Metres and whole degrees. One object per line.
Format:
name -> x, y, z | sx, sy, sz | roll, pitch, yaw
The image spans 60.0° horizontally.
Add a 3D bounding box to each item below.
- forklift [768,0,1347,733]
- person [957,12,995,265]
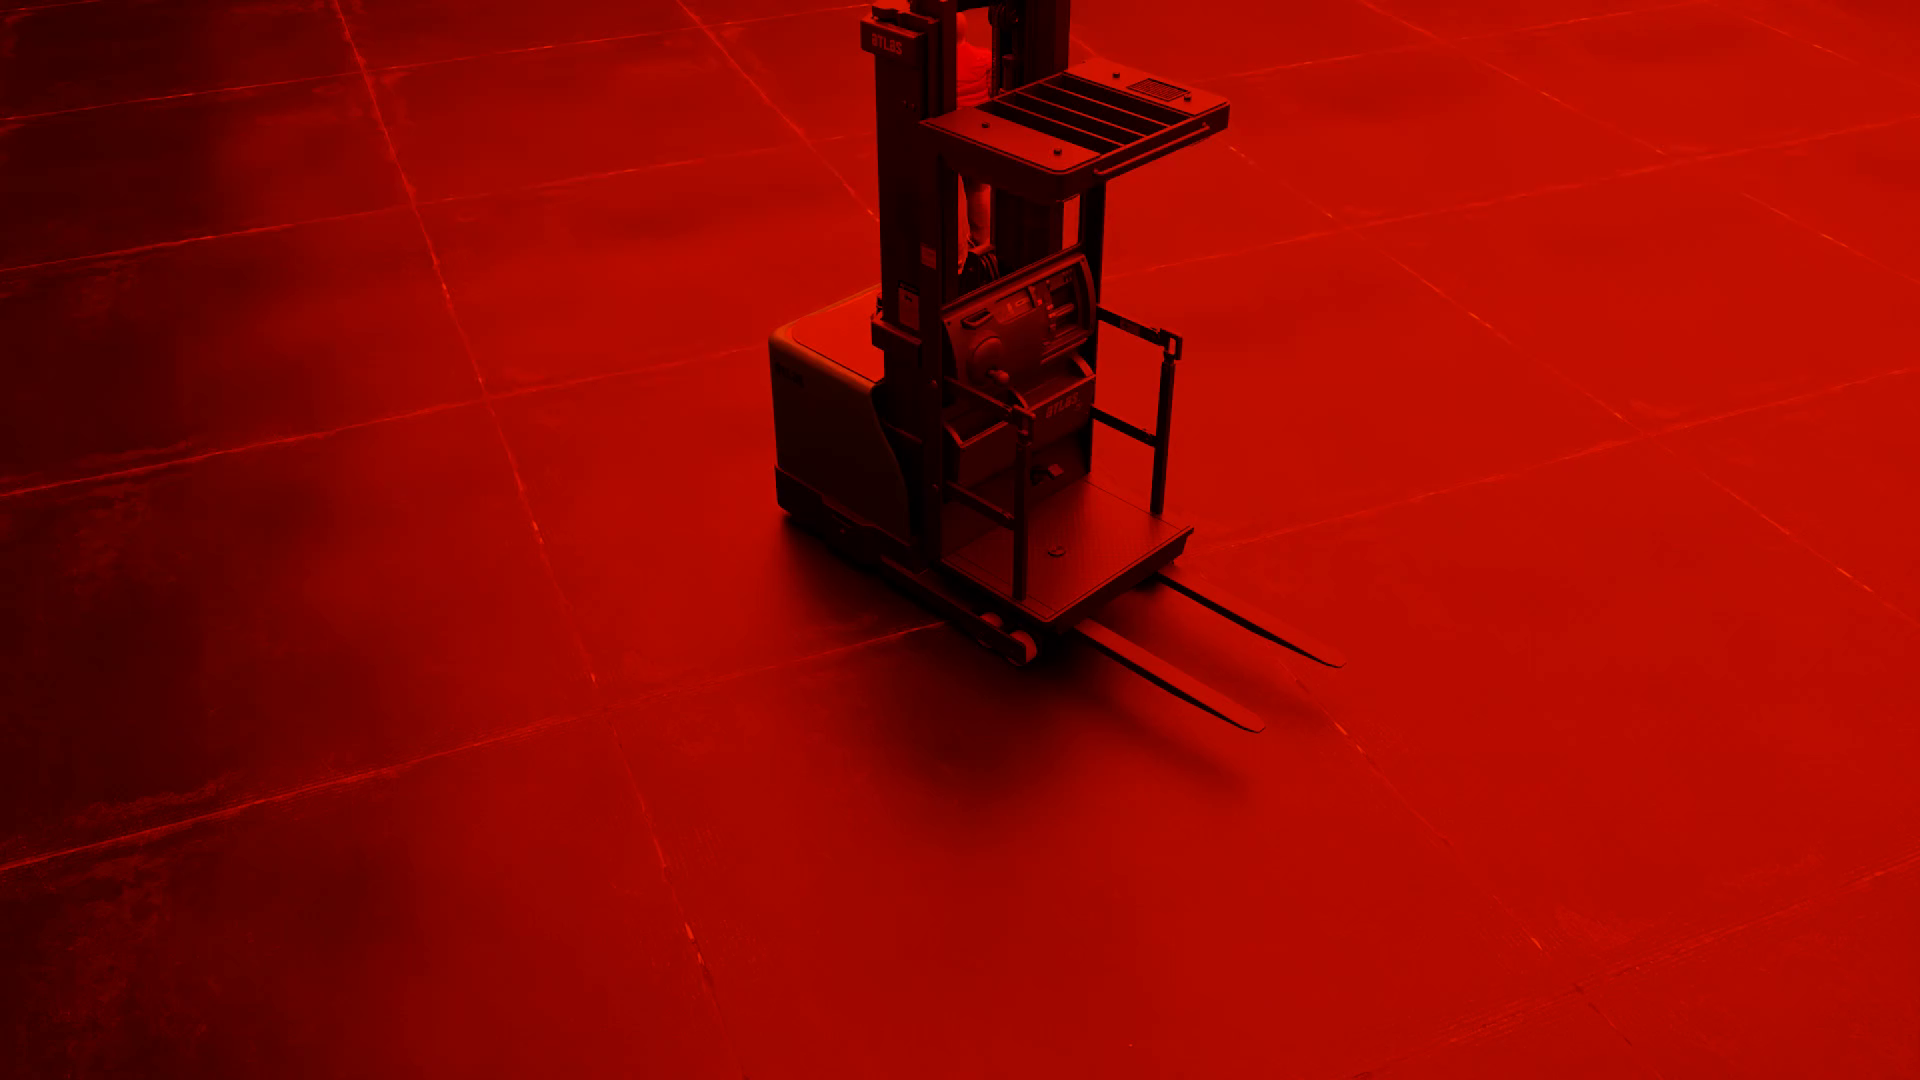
forklift -> 0.432, -0.946, 7.429 | 3.031, 2.935, 1.130 | 30, 45, 35
person -> -0.052, -2.631, 10.823 | 0.641, 1.727, 0.551 | -14, 38, -18
